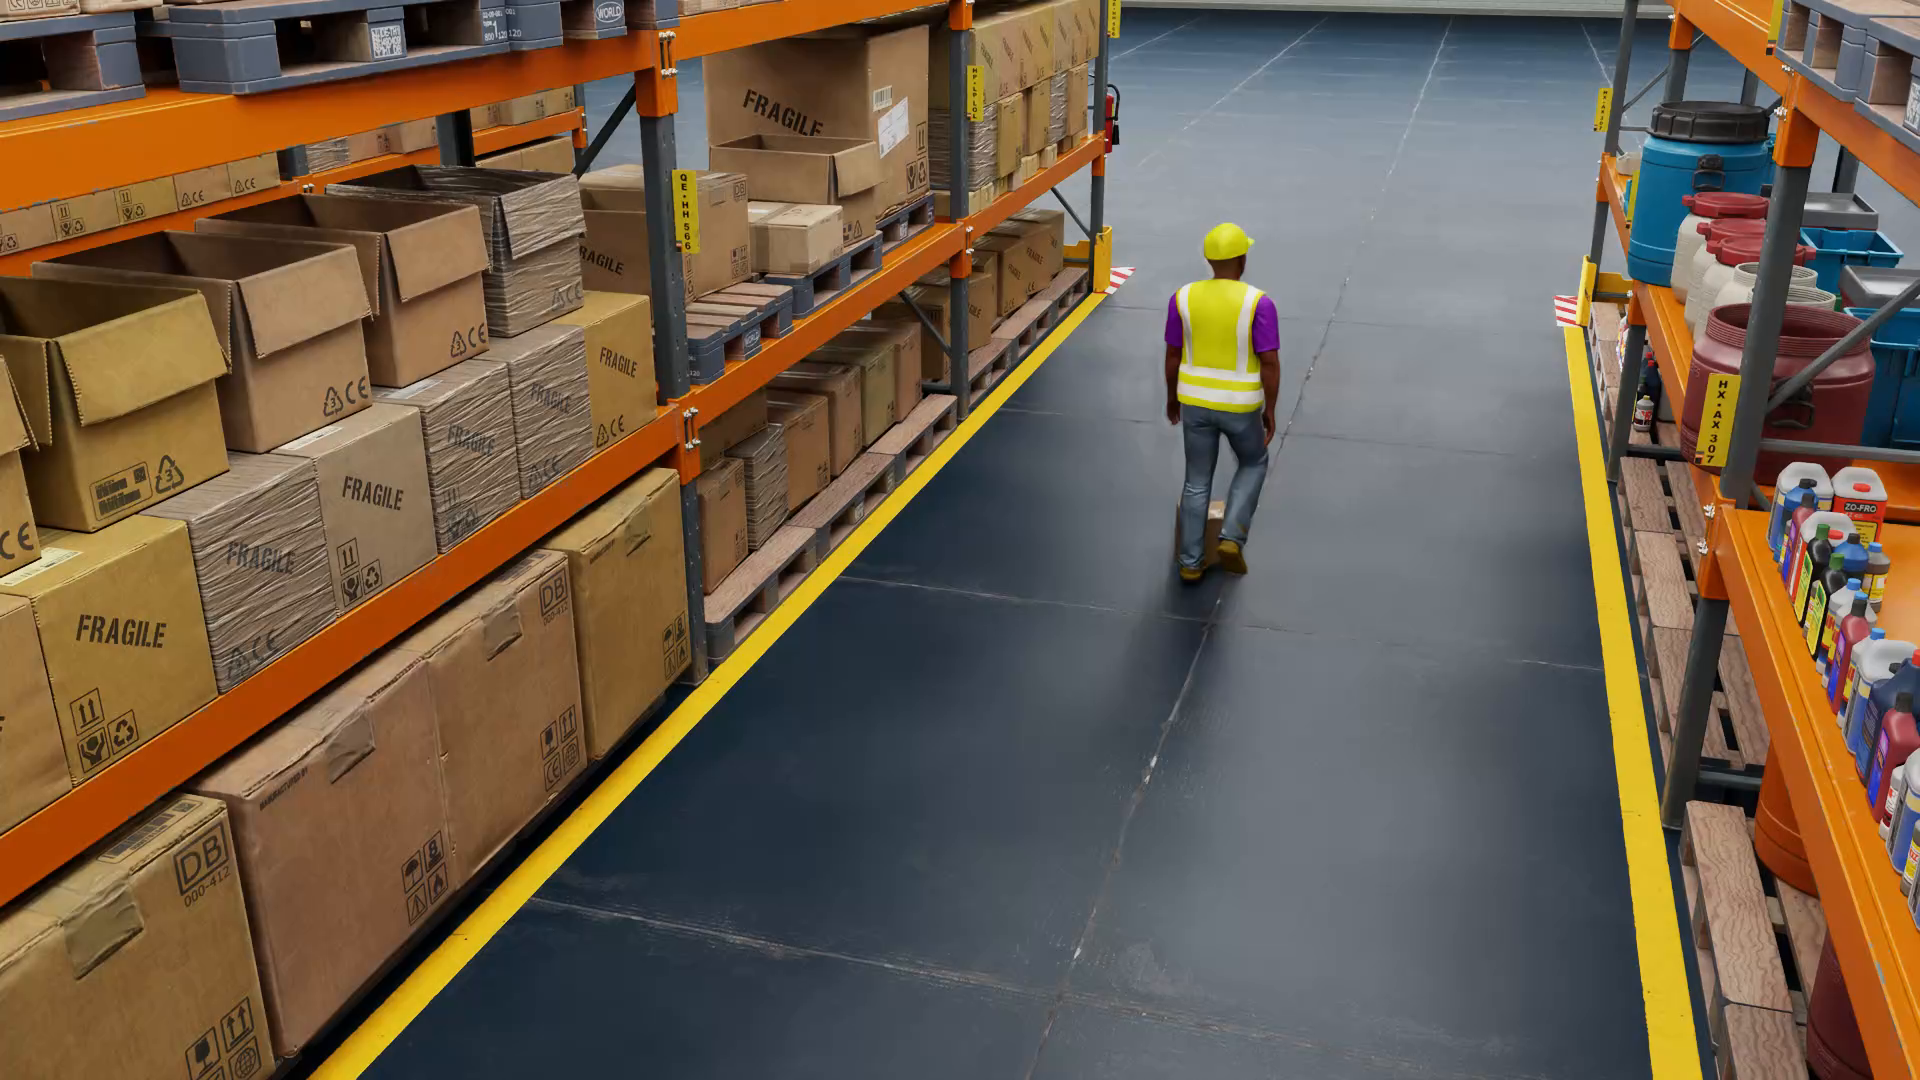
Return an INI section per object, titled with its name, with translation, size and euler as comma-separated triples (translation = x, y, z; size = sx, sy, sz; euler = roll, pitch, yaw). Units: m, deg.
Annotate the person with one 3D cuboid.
[person]
translation = 1.284, -0.663, 8.172
size = 0.606, 1.782, 0.495
euler = 10, 24, 23
